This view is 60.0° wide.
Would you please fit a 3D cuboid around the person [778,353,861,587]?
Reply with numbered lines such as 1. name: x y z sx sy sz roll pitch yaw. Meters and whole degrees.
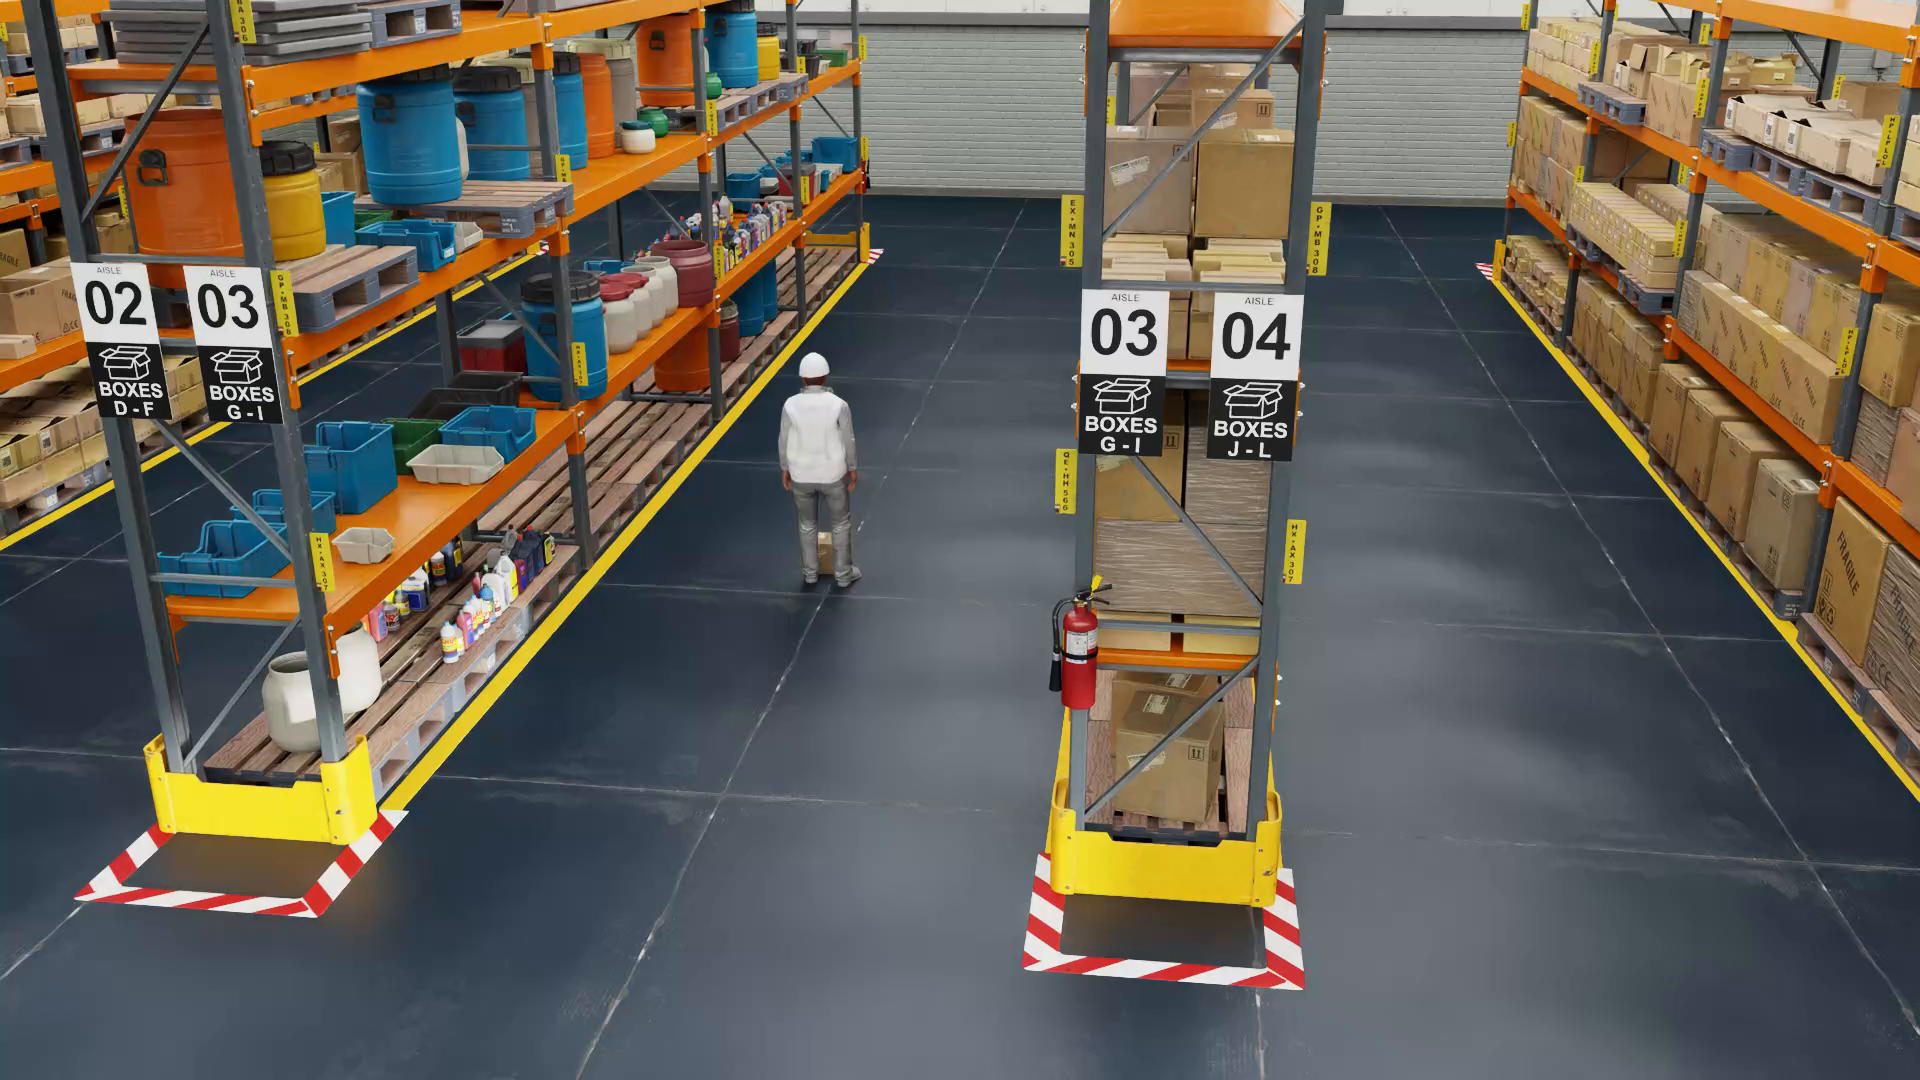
1. person: -1.050 -0.512 12.383 0.579 1.766 0.475 2 21 4
